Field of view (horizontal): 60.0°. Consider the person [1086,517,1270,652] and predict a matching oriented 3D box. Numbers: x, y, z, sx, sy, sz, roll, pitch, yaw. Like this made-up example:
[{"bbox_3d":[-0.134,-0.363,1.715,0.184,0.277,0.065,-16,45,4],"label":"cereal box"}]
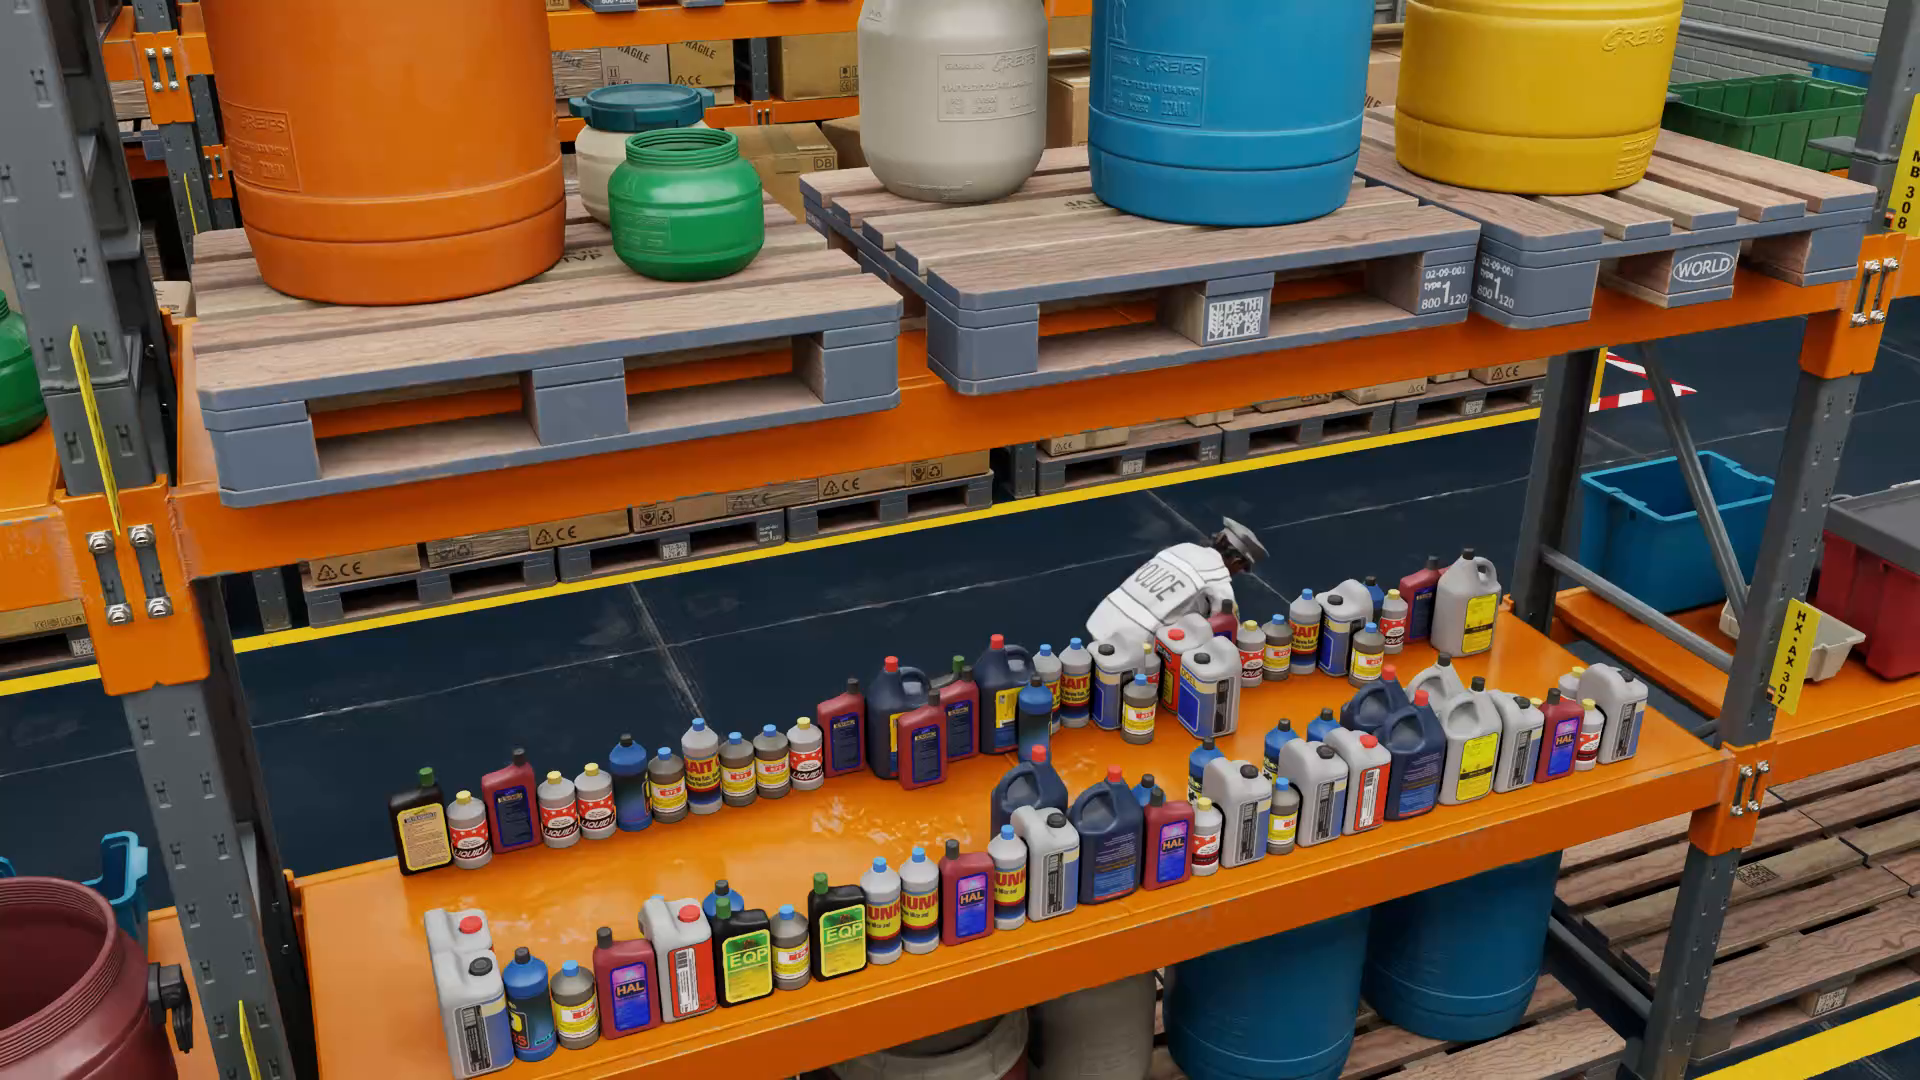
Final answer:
[{"bbox_3d":[0.979,0.369,7.345,0.870,0.848,0.476,-11,28,-20],"label":"person"}]
